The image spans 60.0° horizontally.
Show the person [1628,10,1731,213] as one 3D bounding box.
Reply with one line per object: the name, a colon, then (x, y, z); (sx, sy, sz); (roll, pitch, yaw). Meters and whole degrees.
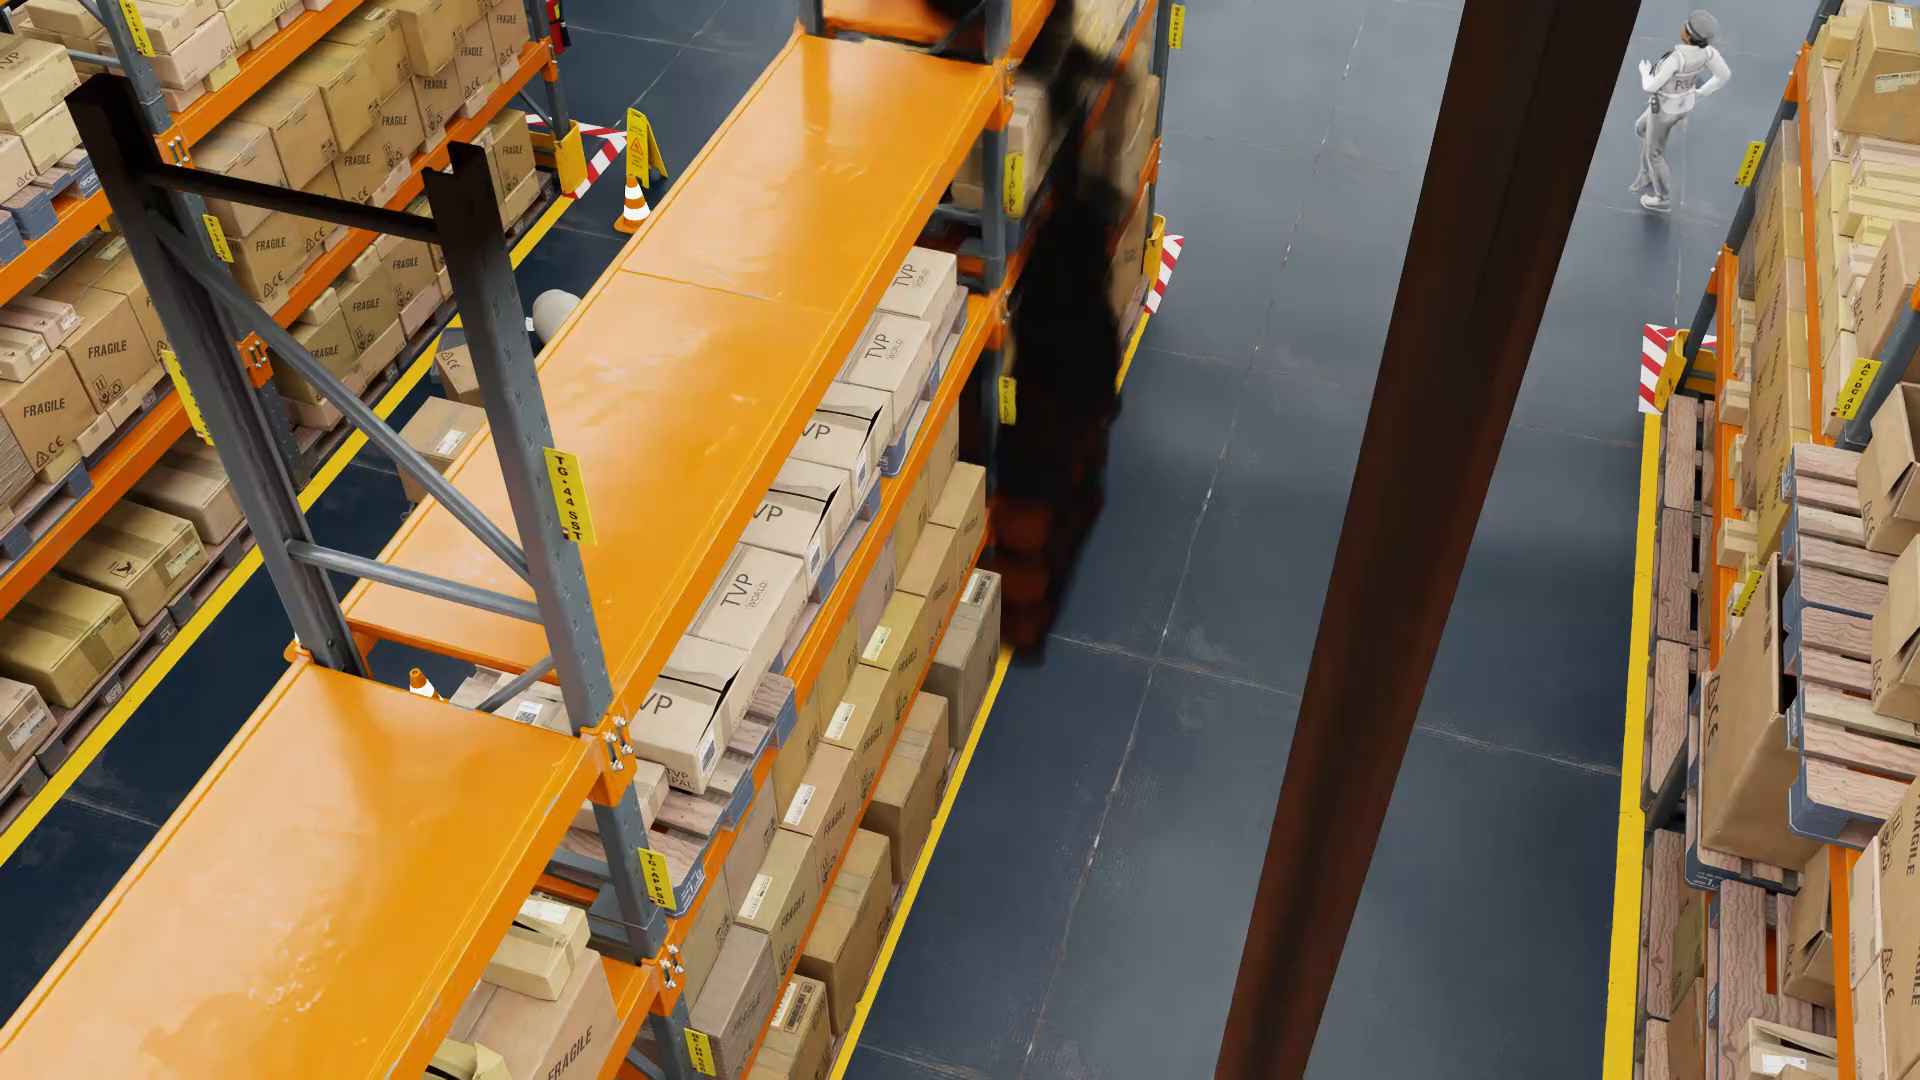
person: (5.651, -3.436, 13.293); (0.581, 1.723, 0.703); (-27, 51, -24)
